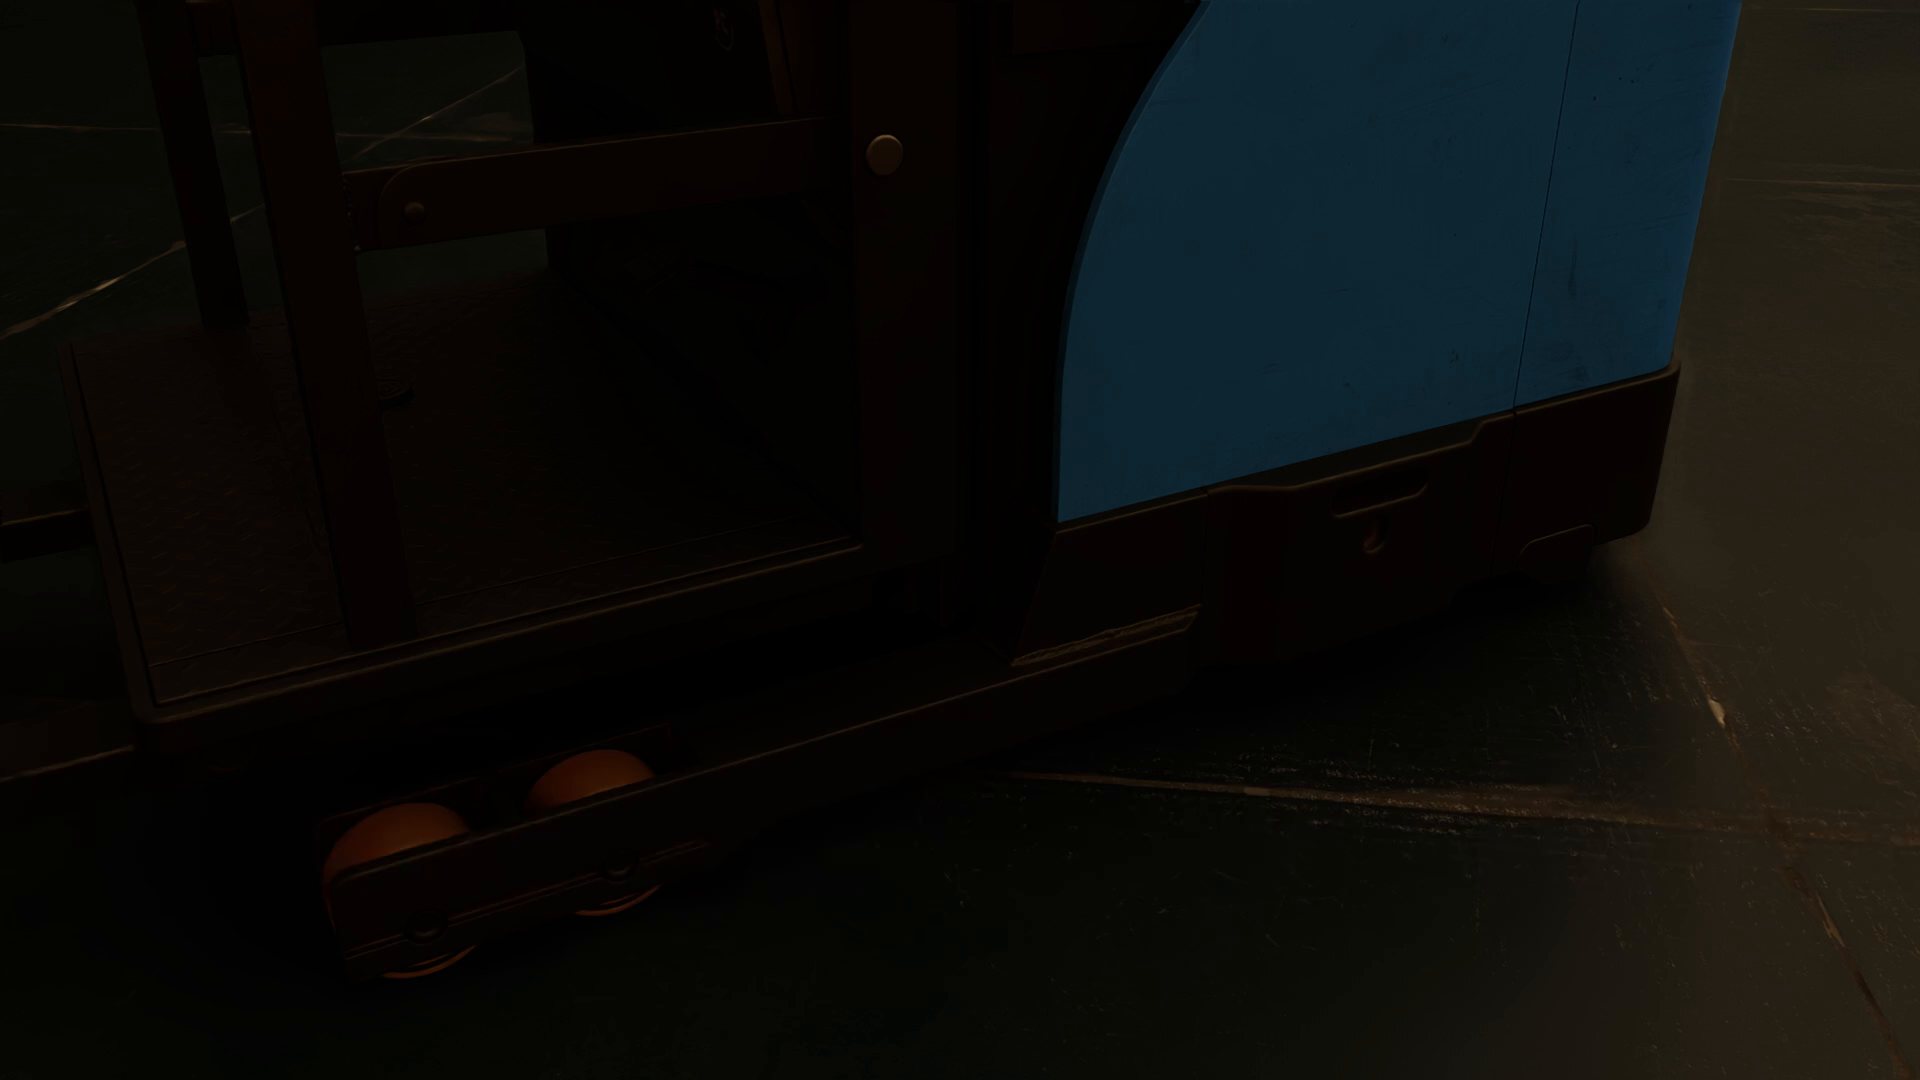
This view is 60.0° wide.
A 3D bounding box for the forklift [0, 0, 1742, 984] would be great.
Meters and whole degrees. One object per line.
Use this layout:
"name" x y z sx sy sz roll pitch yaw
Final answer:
"forklift" -0.537 -1.151 1.525 3.031 2.935 1.130 -14 30 -26
